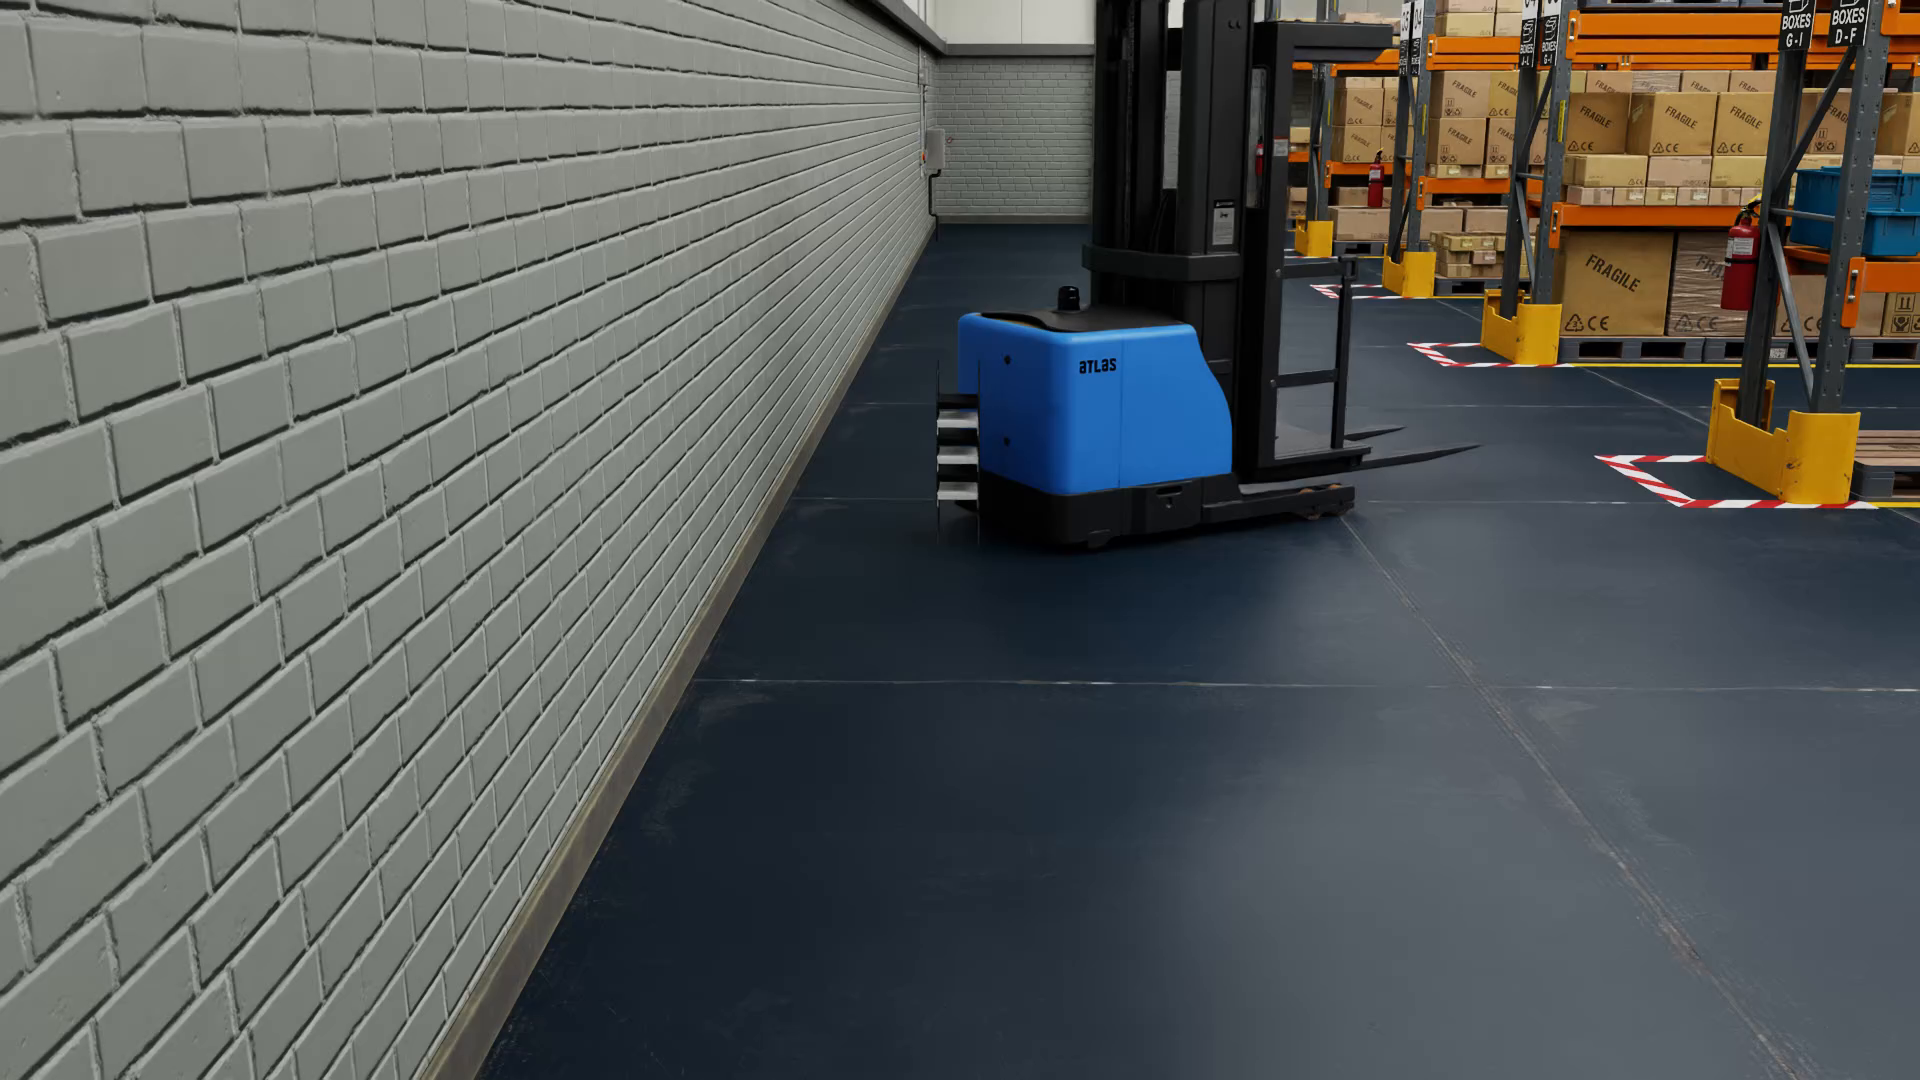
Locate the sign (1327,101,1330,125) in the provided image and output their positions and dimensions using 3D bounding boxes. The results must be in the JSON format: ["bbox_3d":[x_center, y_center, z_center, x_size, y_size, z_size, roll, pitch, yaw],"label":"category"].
[{"bbox_3d":[5.096,-5.902,22.978,0.005,0.325,0.100,0,15,1],"label":"sign"}]

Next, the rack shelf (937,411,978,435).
[{"bbox_3d":[-0.008,-0.577,8.188,0.200,0.077,0.258,0,15,1],"label":"rack shelf"}]

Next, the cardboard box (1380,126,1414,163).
[{"bbox_3d":[6.095,-5.562,23.347,0.500,0.500,0.500,0,15,1],"label":"cardboard box"}]

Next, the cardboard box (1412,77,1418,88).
[{"bbox_3d":[6.248,-6.347,23.091,0.250,0.149,0.380,0,15,0],"label":"cardboard box"}]

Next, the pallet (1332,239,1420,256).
[{"bbox_3d":[5.917,-4.253,24.046,1.213,0.211,1.003,0,15,1],"label":"pallet"}]

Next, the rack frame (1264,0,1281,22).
[{"bbox_3d":[5.239,-9.753,27.667,0.127,3.000,1.000,0,15,1],"label":"rack frame"}]

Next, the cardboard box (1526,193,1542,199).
[{"bbox_3d":[9.715,-5.760,28.370,0.500,0.500,0.500,1,15,4],"label":"cardboard box"}]

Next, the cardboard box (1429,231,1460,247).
[{"bbox_3d":[5.626,-3.497,19.314,0.250,0.149,0.380,1,15,2],"label":"cardboard box"}]

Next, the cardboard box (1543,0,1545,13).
[{"bbox_3d":[6.549,-5.865,18.122,0.500,0.250,0.500,1,15,2],"label":"cardboard box"}]

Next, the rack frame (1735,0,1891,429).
[{"bbox_3d":[4.736,-1.796,9.268,0.127,3.000,1.000,0,15,1],"label":"rack frame"}]

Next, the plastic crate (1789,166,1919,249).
[{"bbox_3d":[5.076,-1.888,9.428,0.499,0.435,0.616,0,15,1],"label":"plastic crate"}]

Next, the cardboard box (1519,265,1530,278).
[{"bbox_3d":[6.371,-3.053,18.796,0.250,0.149,0.380,1,15,2],"label":"cardboard box"}]

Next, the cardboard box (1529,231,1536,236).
[{"bbox_3d":[6.665,-3.506,19.348,0.250,0.149,0.380,1,15,4],"label":"cardboard box"}]

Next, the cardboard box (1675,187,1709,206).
[{"bbox_3d":[5.982,-2.847,13.744,0.250,0.149,0.380,0,15,1],"label":"cardboard box"}]

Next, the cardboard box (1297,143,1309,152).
[{"bbox_3d":[5.816,-6.669,28.230,0.250,0.149,0.380,1,15,3],"label":"cardboard box"}]

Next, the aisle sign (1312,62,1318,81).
[{"bbox_3d":[5.052,-6.923,23.605,0.004,0.787,0.394,0,15,1],"label":"aisle sign"}]

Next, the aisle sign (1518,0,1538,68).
[{"bbox_3d":[4.798,-4.393,14.016,0.004,0.787,0.394,0,15,1],"label":"aisle sign"}]

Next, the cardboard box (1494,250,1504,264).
[{"bbox_3d":[6.127,-3.228,18.877,0.250,0.149,0.380,1,15,2],"label":"cardboard box"}]

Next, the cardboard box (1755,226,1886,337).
[{"bbox_3d":[7.304,-2.240,14.290,0.875,0.875,0.875,0,15,1],"label":"cardboard box"}]

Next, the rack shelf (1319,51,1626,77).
[{"bbox_3d":[7.115,-6.676,23.294,4.000,0.370,1.077,0,15,1],"label":"rack shelf"}]

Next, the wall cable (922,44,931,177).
[{"bbox_3d":[-0.497,-6.470,24.993,0.122,1.984,0.588,0,15,1],"label":"wall cable"}]

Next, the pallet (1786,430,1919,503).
[{"bbox_3d":[5.560,-0.433,9.566,1.213,0.211,1.003,0,15,1],"label":"pallet"}]

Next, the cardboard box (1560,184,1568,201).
[{"bbox_3d":[5.227,-3.020,14.397,0.250,0.149,0.380,1,15,2],"label":"cardboard box"}]

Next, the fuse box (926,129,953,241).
[{"bbox_3d":[-0.322,-5.529,25.943,0.414,1.711,0.539,0,15,1],"label":"fuse box"}]

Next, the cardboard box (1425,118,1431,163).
[{"bbox_3d":[5.546,-4.578,19.035,0.500,0.500,0.500,1,15,3],"label":"cardboard box"}]

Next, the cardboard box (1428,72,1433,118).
[{"bbox_3d":[5.554,-5.060,18.898,0.500,0.500,0.500,0,15,0],"label":"cardboard box"}]

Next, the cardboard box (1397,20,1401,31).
[{"bbox_3d":[6.198,-7.101,22.969,0.250,0.149,0.380,1,15,3],"label":"cardboard box"}]

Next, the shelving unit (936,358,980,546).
[{"bbox_3d":[-0.008,-0.435,8.225,0.210,0.900,0.258,0,15,1],"label":"shelving unit"}]

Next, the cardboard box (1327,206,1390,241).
[{"bbox_3d":[5.778,-4.572,23.988,0.875,0.438,0.875,0,15,0],"label":"cardboard box"}]

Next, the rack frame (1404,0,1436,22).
[{"bbox_3d":[5.090,-7.224,18.082,0.127,3.000,1.000,0,15,1],"label":"rack frame"}]

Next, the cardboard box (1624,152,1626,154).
[{"bbox_3d":[5.861,-3.192,14.268,0.500,0.250,0.500,0,15,0],"label":"cardboard box"}]

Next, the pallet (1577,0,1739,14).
[{"bbox_3d":[5.605,-4.465,13.676,1.213,0.211,1.003,0,15,1],"label":"pallet"}]

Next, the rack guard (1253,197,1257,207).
[{"bbox_3d":[5.315,-5.643,28.750,0.348,0.500,1.175,0,15,1],"label":"rack guard"}]

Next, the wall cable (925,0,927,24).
[{"bbox_3d":[-0.447,-9.373,26.151,0.133,3.039,2.988,0,15,1],"label":"wall cable"}]

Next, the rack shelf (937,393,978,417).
[{"bbox_3d":[-0.008,-0.664,8.165,0.200,0.077,0.258,0,15,1],"label":"rack shelf"}]

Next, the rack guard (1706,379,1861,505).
[{"bbox_3d":[4.712,-0.584,9.575,0.348,0.500,1.175,0,15,1],"label":"rack guard"}]

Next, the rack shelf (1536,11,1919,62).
[{"bbox_3d":[6.862,-4.149,13.715,4.000,0.370,1.077,0,15,1],"label":"rack shelf"}]

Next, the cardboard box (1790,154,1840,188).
[{"bbox_3d":[6.879,-3.051,13.734,0.500,0.250,0.500,0,15,0],"label":"cardboard box"}]

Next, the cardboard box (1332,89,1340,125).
[{"bbox_3d":[5.604,-6.176,23.713,0.500,0.500,0.500,1,15,3],"label":"cardboard box"}]

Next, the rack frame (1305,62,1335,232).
[{"bbox_3d":[5.116,-5.587,23.635,0.127,3.000,1.000,0,15,1],"label":"rack frame"}]

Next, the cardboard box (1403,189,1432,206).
[{"bbox_3d":[7.739,-5.796,28.507,0.500,0.500,0.700,0,15,-1],"label":"cardboard box"}]

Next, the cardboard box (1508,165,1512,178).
[{"bbox_3d":[6.192,-4.143,18.656,0.250,0.149,0.380,1,15,4],"label":"cardboard box"}]

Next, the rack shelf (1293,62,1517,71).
[{"bbox_3d":[7.238,-7.942,28.092,4.000,0.370,1.077,0,15,1],"label":"rack shelf"}]

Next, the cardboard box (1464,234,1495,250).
[{"bbox_3d":[5.884,-3.375,18.850,0.250,0.149,0.380,1,15,2],"label":"cardboard box"}]

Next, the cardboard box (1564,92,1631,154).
[{"bbox_3d":[5.356,-3.557,14.183,0.500,0.500,0.500,1,15,2],"label":"cardboard box"}]

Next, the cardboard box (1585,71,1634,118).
[{"bbox_3d":[7.066,-4.915,18.352,0.500,0.500,0.500,0,15,0],"label":"cardboard box"}]

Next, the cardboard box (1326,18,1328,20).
[{"bbox_3d":[6.184,-8.541,27.683,0.500,0.250,0.500,0,15,1],"label":"cardboard box"}]

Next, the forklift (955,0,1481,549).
[{"bbox_3d":[1.509,-1.627,8.762,3.031,2.935,1.130,-8,17,-29],"label":"forklift"}]

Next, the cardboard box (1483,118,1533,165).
[{"bbox_3d":[6.068,-4.445,18.530,0.500,0.500,0.500,0,15,2],"label":"cardboard box"}]
